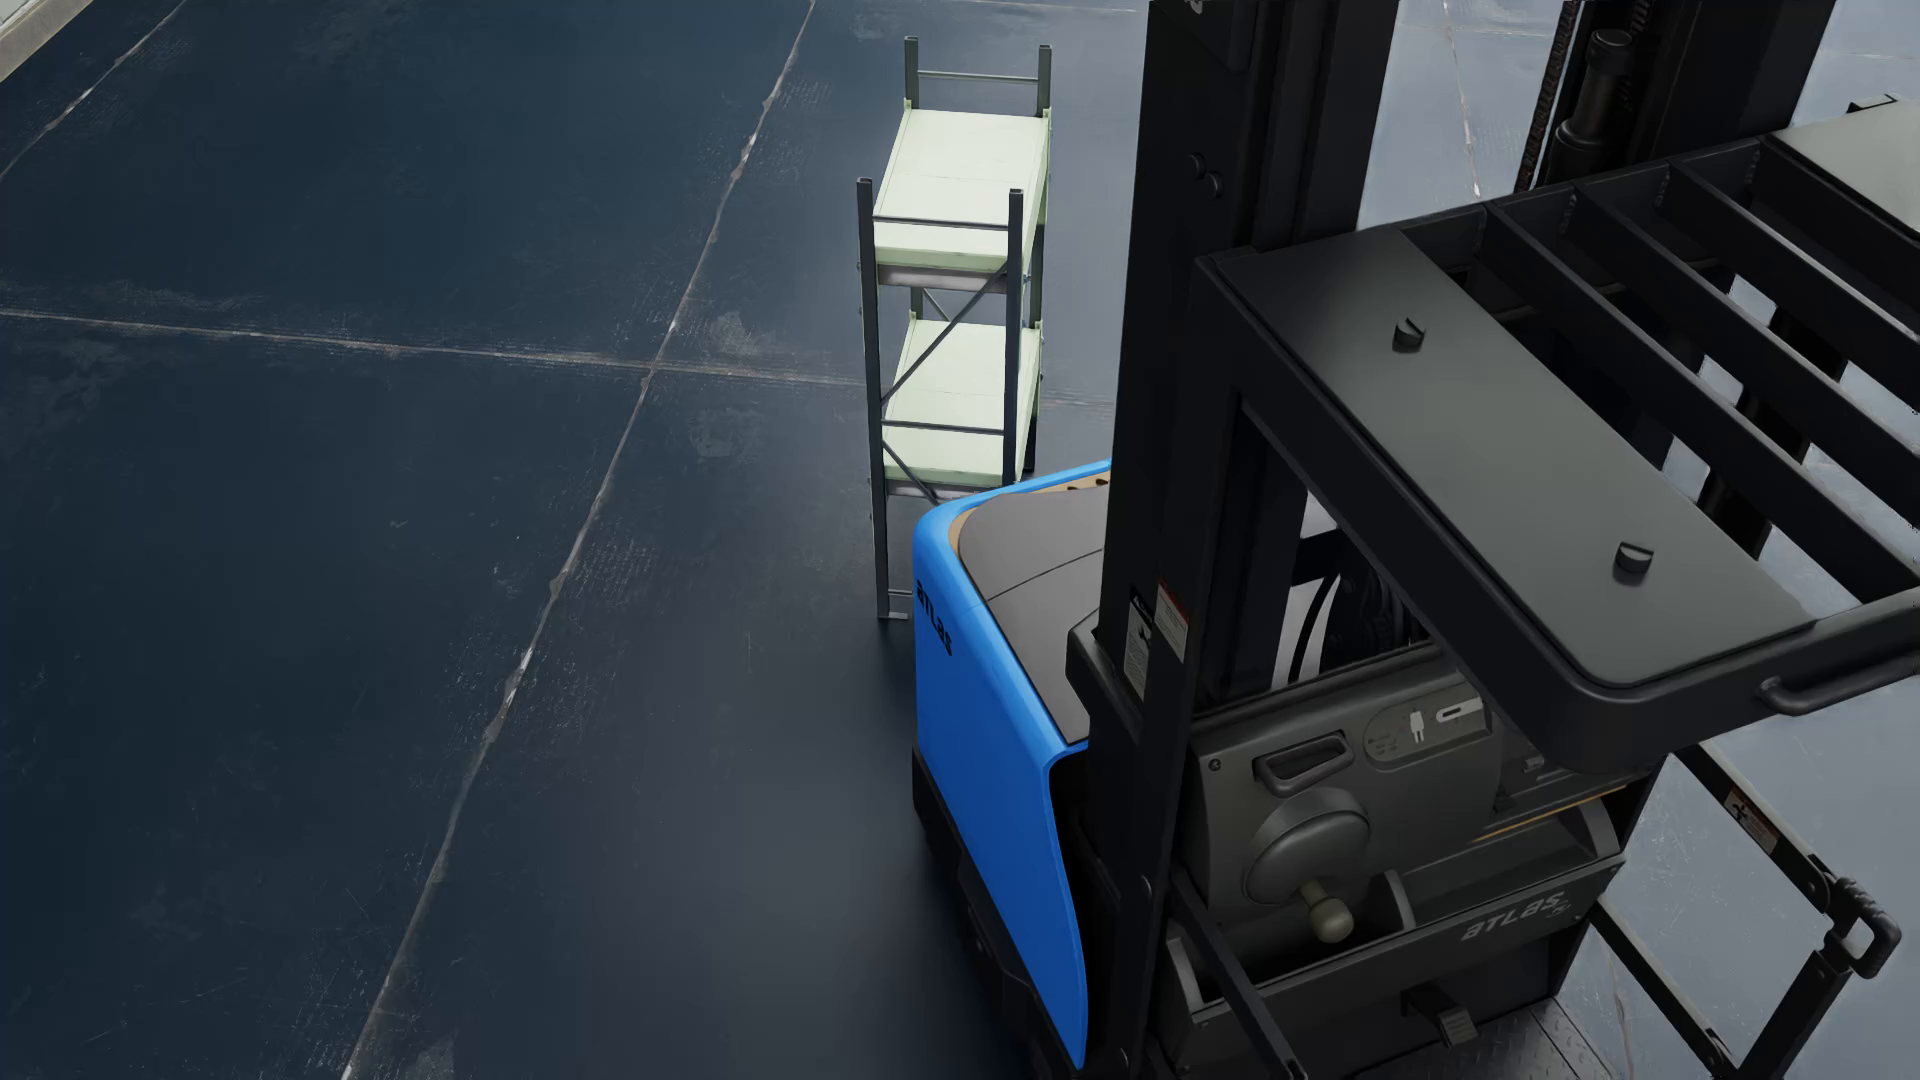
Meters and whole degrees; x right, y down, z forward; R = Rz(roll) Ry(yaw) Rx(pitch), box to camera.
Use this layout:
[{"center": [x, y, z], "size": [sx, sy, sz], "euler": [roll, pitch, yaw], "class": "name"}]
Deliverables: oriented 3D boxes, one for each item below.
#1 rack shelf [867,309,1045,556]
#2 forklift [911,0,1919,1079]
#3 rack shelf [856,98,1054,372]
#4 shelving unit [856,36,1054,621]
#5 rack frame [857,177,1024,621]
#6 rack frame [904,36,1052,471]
[{"center": [0.001, -0.312, 4.963], "size": [0.431, 0.370, 0.720], "euler": [5, 44, 6], "class": "rack shelf"}, {"center": [0.896, 0.464, 2.628], "size": [1.130, 2.935, 3.031], "euler": [-15, 46, -16], "class": "forklift"}, {"center": [0.001, -0.833, 4.471], "size": [0.431, 0.370, 0.720], "euler": [5, 44, 6], "class": "rack shelf"}, {"center": [0.001, -0.549, 4.739], "size": [0.431, 1.500, 0.755], "euler": [5, 44, 6], "class": "shelving unit"}, {"center": [-0.048, -0.300, 4.476], "size": [0.400, 1.500, 0.023], "euler": [5, 44, 6], "class": "rack frame"}, {"center": [0.049, -0.799, 5.003], "size": [0.400, 1.500, 0.023], "euler": [5, 44, 6], "class": "rack frame"}]
